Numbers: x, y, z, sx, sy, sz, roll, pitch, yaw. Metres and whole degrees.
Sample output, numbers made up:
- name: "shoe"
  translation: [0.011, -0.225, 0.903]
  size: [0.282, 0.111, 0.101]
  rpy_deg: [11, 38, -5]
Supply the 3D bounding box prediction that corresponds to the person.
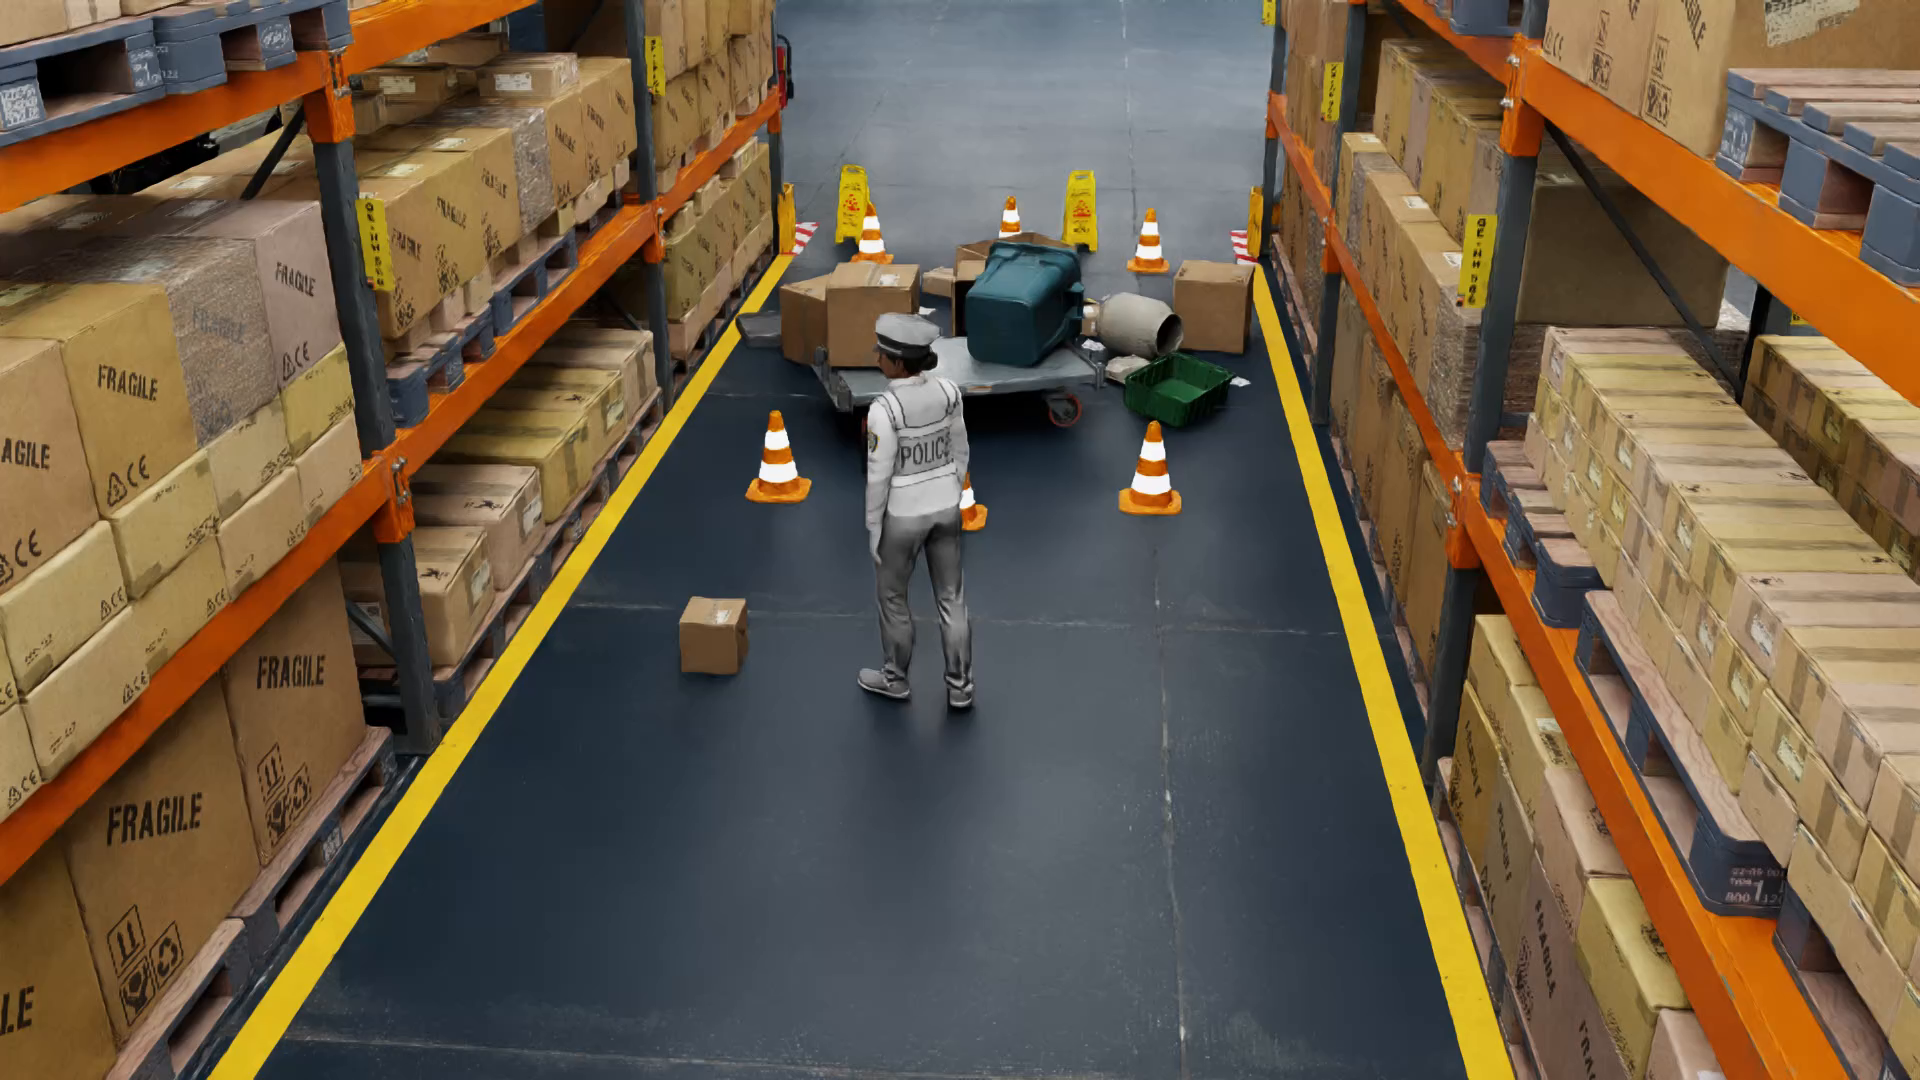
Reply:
- name: "person"
  translation: [-0.177, -0.102, 6.808]
  size: [0.475, 1.679, 0.509]
  rpy_deg: [-15, 29, -29]
